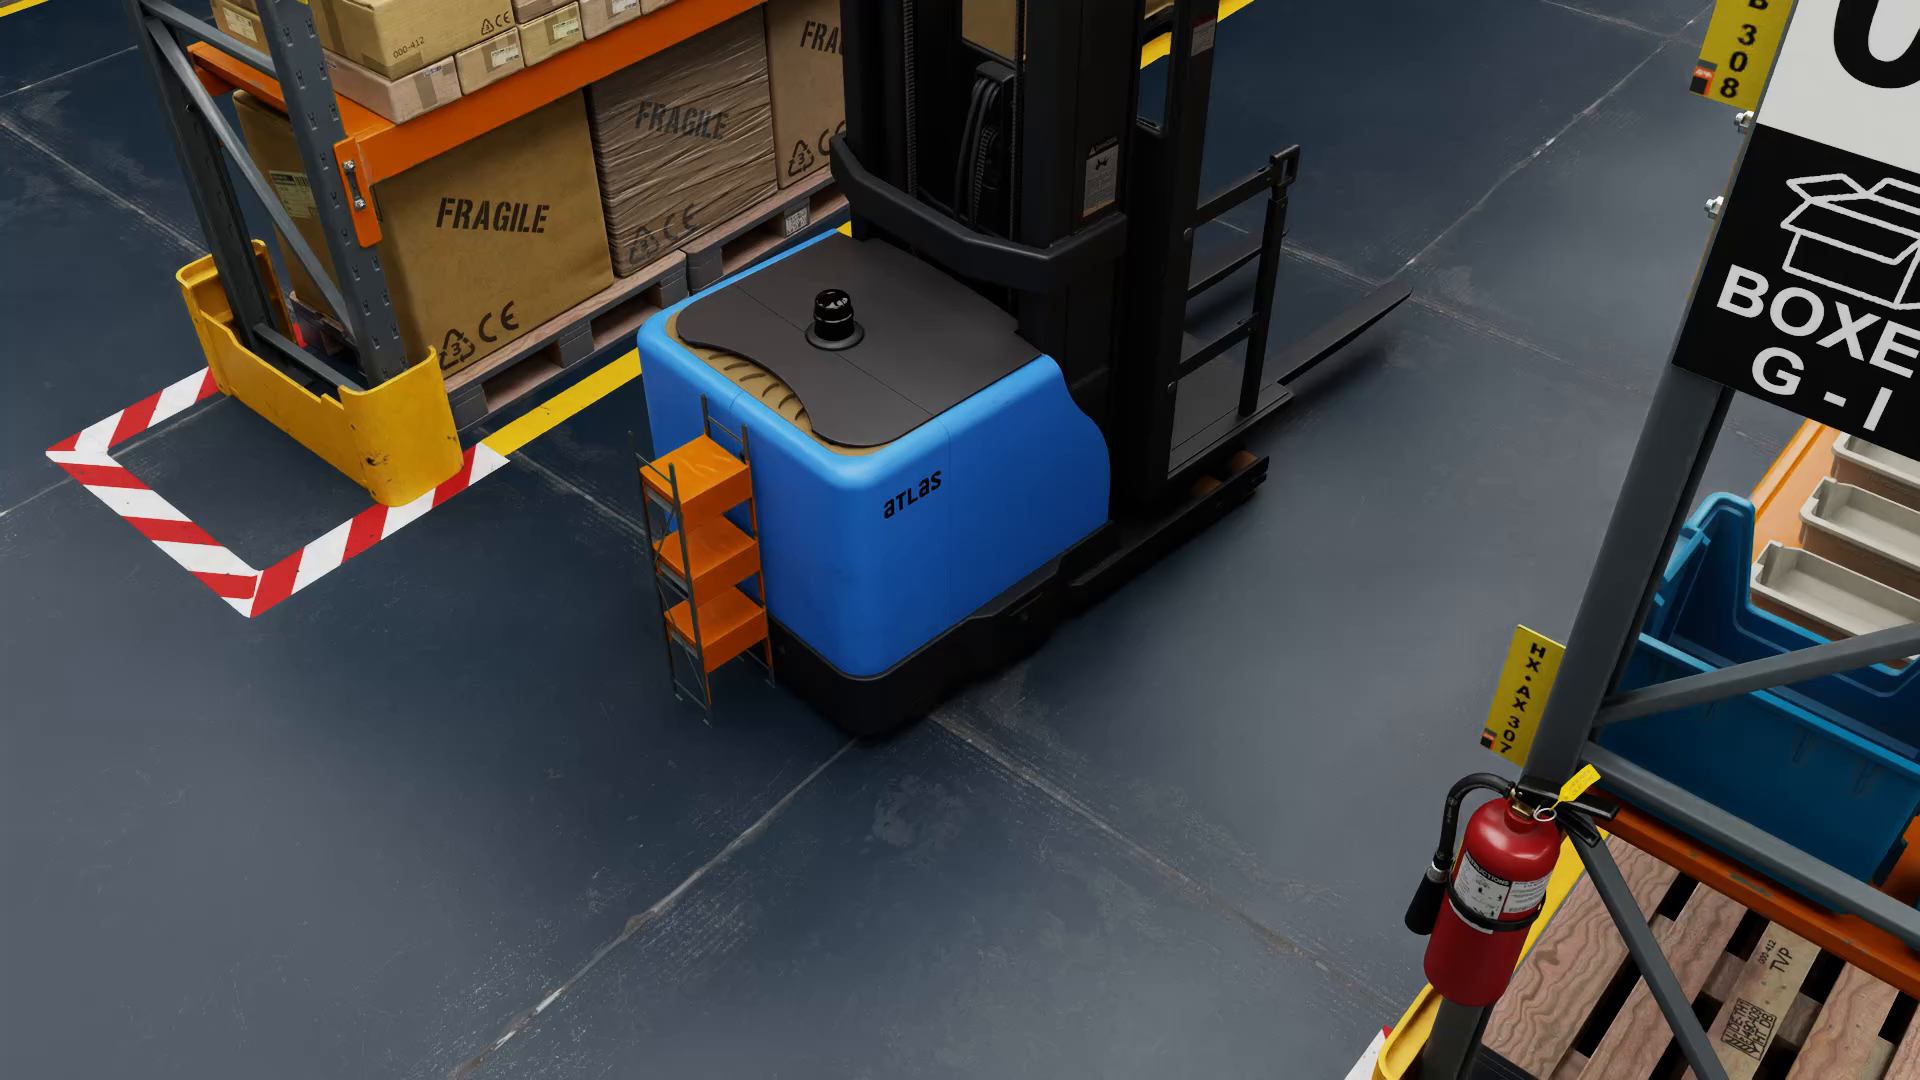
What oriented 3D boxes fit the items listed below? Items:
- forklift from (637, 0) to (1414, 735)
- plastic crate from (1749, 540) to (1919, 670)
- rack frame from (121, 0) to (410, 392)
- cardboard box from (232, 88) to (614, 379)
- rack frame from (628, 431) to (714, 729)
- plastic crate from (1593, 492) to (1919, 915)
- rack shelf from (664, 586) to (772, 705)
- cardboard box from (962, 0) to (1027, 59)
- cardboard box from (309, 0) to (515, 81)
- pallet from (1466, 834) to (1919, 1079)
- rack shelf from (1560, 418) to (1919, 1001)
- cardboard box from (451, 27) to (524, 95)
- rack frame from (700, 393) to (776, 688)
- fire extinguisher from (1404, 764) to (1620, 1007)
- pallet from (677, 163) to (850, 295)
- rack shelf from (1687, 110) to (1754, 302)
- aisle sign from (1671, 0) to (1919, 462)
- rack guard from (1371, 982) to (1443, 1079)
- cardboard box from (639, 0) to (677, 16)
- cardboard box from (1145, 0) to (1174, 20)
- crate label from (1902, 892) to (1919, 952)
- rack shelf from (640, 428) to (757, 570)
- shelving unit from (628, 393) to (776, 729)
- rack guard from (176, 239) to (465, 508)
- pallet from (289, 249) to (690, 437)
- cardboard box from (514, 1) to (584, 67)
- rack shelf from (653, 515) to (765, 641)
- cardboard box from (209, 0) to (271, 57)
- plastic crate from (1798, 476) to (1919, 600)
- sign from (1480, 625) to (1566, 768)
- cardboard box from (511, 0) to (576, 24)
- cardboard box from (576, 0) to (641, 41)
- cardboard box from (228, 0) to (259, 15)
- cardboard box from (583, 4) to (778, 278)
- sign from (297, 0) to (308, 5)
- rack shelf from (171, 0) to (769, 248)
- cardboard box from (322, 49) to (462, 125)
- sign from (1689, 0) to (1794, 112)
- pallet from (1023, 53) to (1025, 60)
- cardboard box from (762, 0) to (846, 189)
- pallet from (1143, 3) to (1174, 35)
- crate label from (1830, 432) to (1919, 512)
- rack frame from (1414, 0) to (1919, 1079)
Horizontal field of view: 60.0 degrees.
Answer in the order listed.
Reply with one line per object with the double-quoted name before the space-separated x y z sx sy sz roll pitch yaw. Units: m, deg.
"forklift" 0.451 -1.373 5.081 3.031 2.935 1.130 -33 51 -31
"plastic crate" 1.860 0.161 3.494 0.396 0.136 0.243 29 50 28
"rack frame" -2.318 -1.560 5.236 1.000 3.000 0.127 29 50 28
"cardboard box" -1.967 -1.294 6.210 0.875 0.875 0.875 29 50 28
"rack frame" -0.830 0.142 4.813 0.008 1.050 0.200 -33 51 -31
"plastic crate" 1.546 0.296 3.124 0.616 0.435 0.499 29 50 28
"rack shelf" -0.741 0.299 5.070 0.240 0.259 0.215 -33 51 -31
"cardboard box" -0.229 -2.684 7.739 0.875 0.875 0.875 29 50 28
"cardboard box" -1.802 -1.745 5.330 0.500 0.250 0.500 28 49 27
"pallet" 2.034 1.208 4.265 1.003 0.211 1.213 29 50 28
"rack shelf" 2.760 -0.180 4.252 1.077 0.370 4.000 29 50 28
"cardboard box" -1.673 -1.640 5.511 0.380 0.149 0.250 29 50 28
"rack frame" -0.653 0.029 4.938 0.008 1.050 0.200 -33 51 -31
"fire extinguisher" 1.028 0.632 3.160 0.296 0.674 0.183 29 50 28
"pallet" -1.078 -1.599 7.352 1.003 0.211 1.213 29 50 28
"rack shelf" 2.760 -1.289 3.243 1.077 0.370 4.000 29 50 28
"aisle sign" 1.203 -0.467 2.102 0.394 0.787 0.004 29 50 28
"rack guard" 1.468 1.527 3.699 1.175 0.500 0.348 29 50 28
"cardboard box" -1.177 -2.037 5.948 0.380 0.149 0.250 29 49 28
"cardboard box" 0.653 -3.327 8.447 1.225 0.875 0.875 30 50 29
"crate label" 1.884 0.639 2.897 0.416 0.233 0.303 29 50 28
"rack shelf" -0.741 -0.117 4.692 0.240 0.259 0.215 -33 51 -31
"shelving unit" -0.741 0.085 4.876 0.252 1.050 0.215 -33 51 -31
"rack guard" -2.333 -0.623 6.064 1.175 0.500 0.348 29 50 28
"pallet" -1.863 -0.974 6.664 1.003 0.211 1.213 29 50 28
"cardboard box" -1.508 -1.772 5.656 0.380 0.149 0.250 28 49 28
"rack shelf" -0.741 0.093 4.883 0.240 0.259 0.215 -33 51 -31
"cardboard box" -2.340 -1.793 5.679 0.380 0.149 0.250 30 50 29
"plastic crate" 2.057 0.018 3.652 0.396 0.136 0.243 29 50 28
"sign" 1.042 0.294 3.076 0.100 0.325 0.005 29 50 28
"cardboard box" -1.473 -2.016 5.627 0.500 0.250 0.500 29 50 28
"cardboard box" -1.341 -1.907 5.804 0.380 0.149 0.250 29 50 28
"cardboard box" -2.209 -1.979 5.587 0.500 0.250 0.500 29 50 28
"cardboard box" -1.381 -1.762 6.726 0.875 0.875 0.875 29 50 28
"sign" -1.897 -1.667 4.651 0.100 0.325 0.005 29 50 28
"rack shelf" -1.030 -2.324 6.611 1.077 0.370 4.000 29 50 28
"cardboard box" -1.837 -1.507 5.365 0.380 0.149 0.250 30 50 29
"sign" 1.042 -0.717 2.157 0.100 0.325 0.005 29 50 28
"pallet" -0.293 -2.231 8.046 1.003 0.211 1.213 29 50 28
"cardboard box" -0.809 -2.221 7.230 0.875 0.875 0.875 29 50 28
"pallet" 0.696 -3.018 8.912 1.003 0.211 1.213 29 50 28
"crate label" 2.218 -0.136 3.821 0.396 0.136 0.243 29 50 28
"rack frame" 1.471 0.583 2.879 0.949 2.616 0.053 29 50 28
